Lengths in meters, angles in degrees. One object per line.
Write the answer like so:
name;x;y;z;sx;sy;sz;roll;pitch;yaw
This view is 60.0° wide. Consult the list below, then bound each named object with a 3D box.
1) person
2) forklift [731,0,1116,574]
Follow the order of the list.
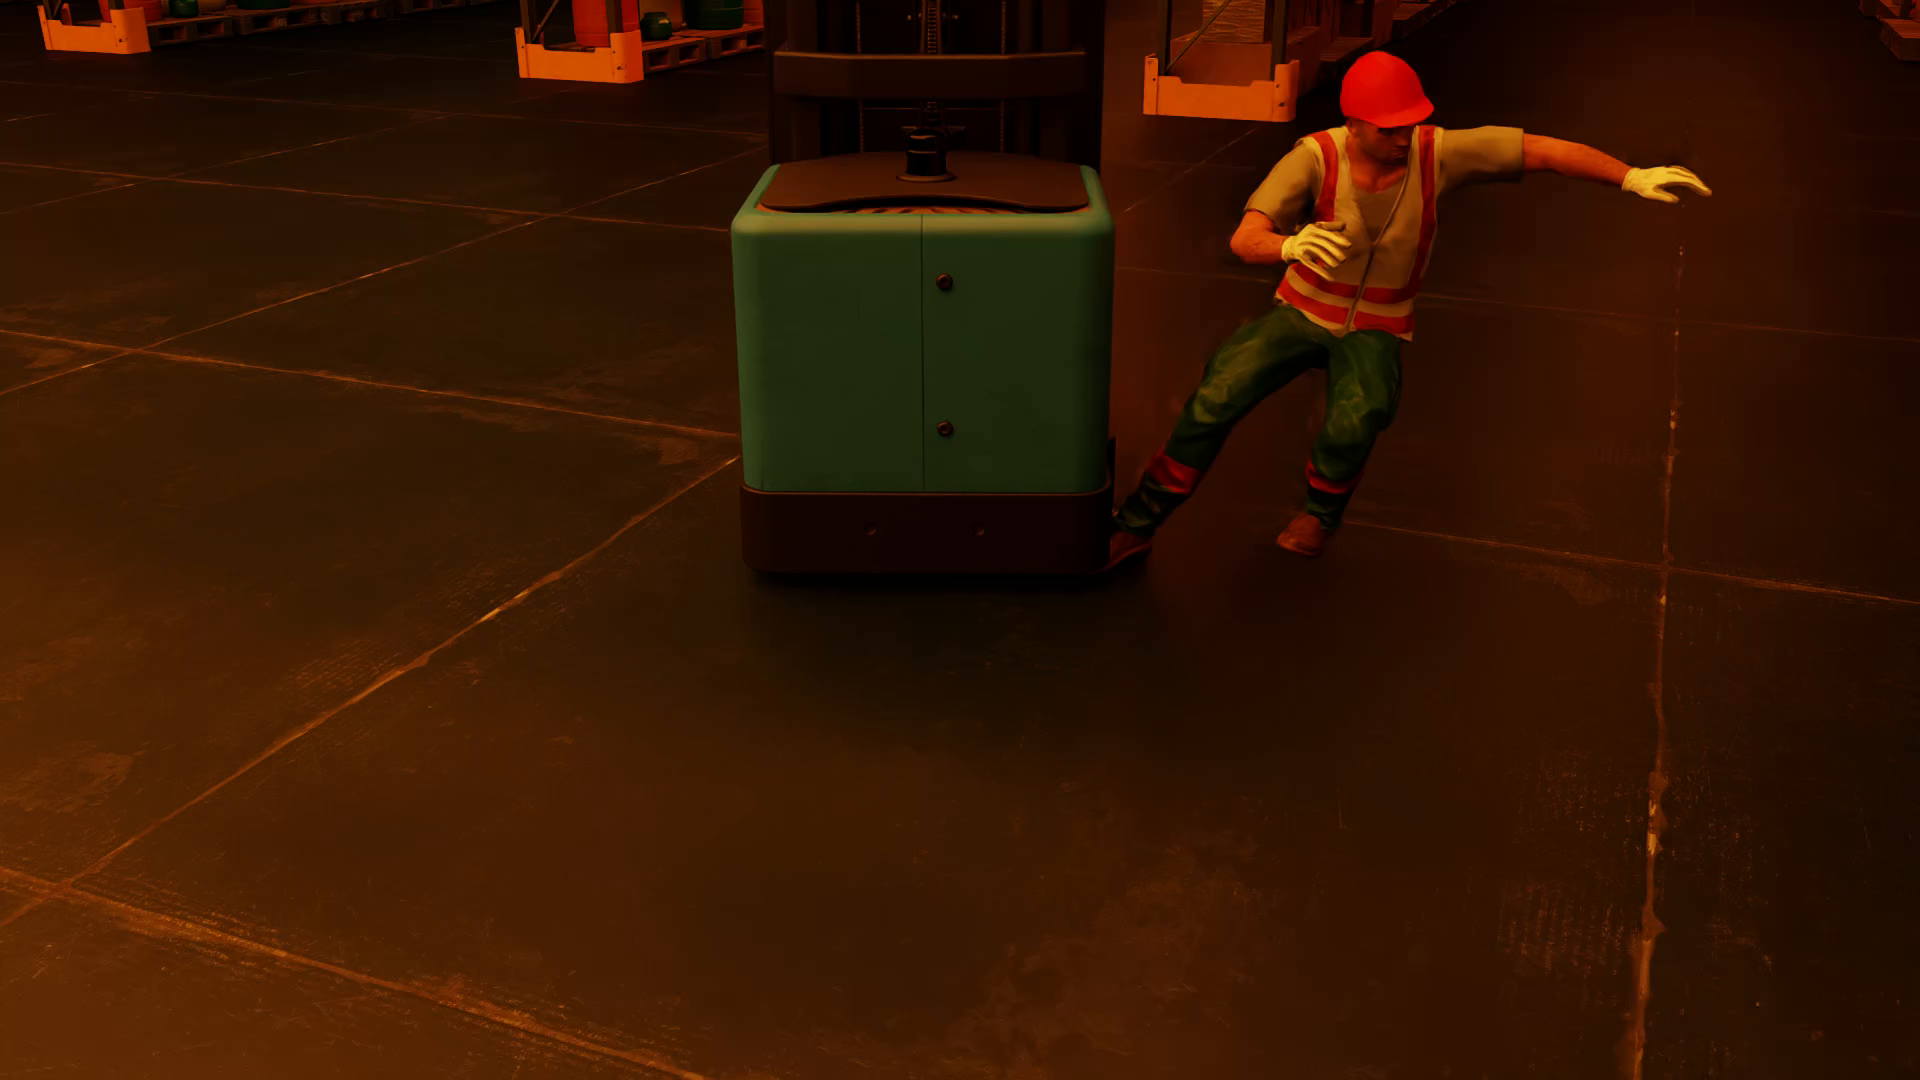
person;1.113;-0.582;4.561;1.613;1.472;0.810;3;23;6
forklift;-0.079;-1.775;5.538;1.130;2.935;3.031;0;23;1
